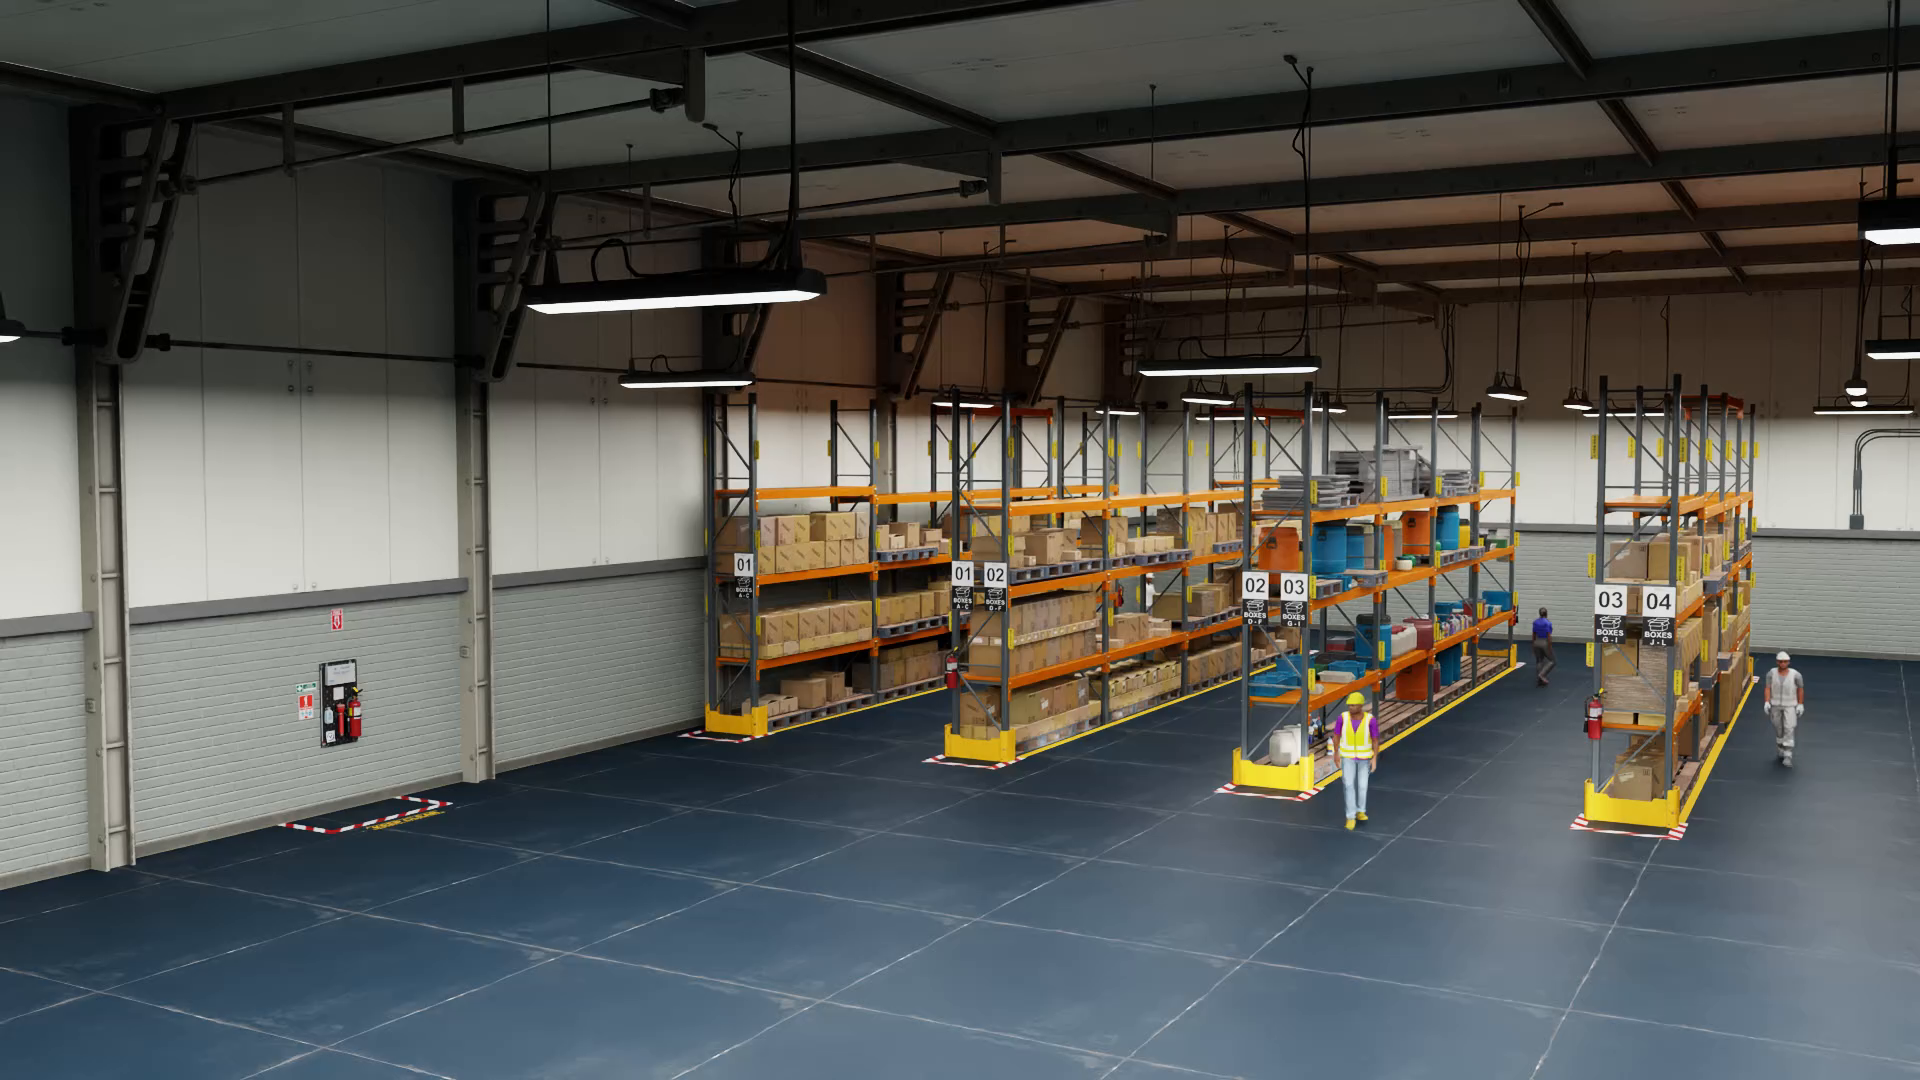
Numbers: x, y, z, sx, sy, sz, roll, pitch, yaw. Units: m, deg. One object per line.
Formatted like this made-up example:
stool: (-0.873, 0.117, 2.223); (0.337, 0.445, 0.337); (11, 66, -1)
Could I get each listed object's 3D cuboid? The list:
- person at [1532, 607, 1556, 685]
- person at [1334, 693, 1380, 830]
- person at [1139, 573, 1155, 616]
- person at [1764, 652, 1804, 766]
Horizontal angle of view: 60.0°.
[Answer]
person: (12.372, 2.273, 35.368); (0.459, 1.643, 0.496); (-2, 4, -38)
person: (5.294, 2.944, 22.211); (0.598, 1.823, 0.701); (1, 3, 14)
person: (4.927, 1.727, 44.216); (0.629, 1.761, 0.675); (-3, 4, -44)
person: (13.148, 2.662, 26.590); (0.543, 1.747, 0.902); (3, 4, 40)
